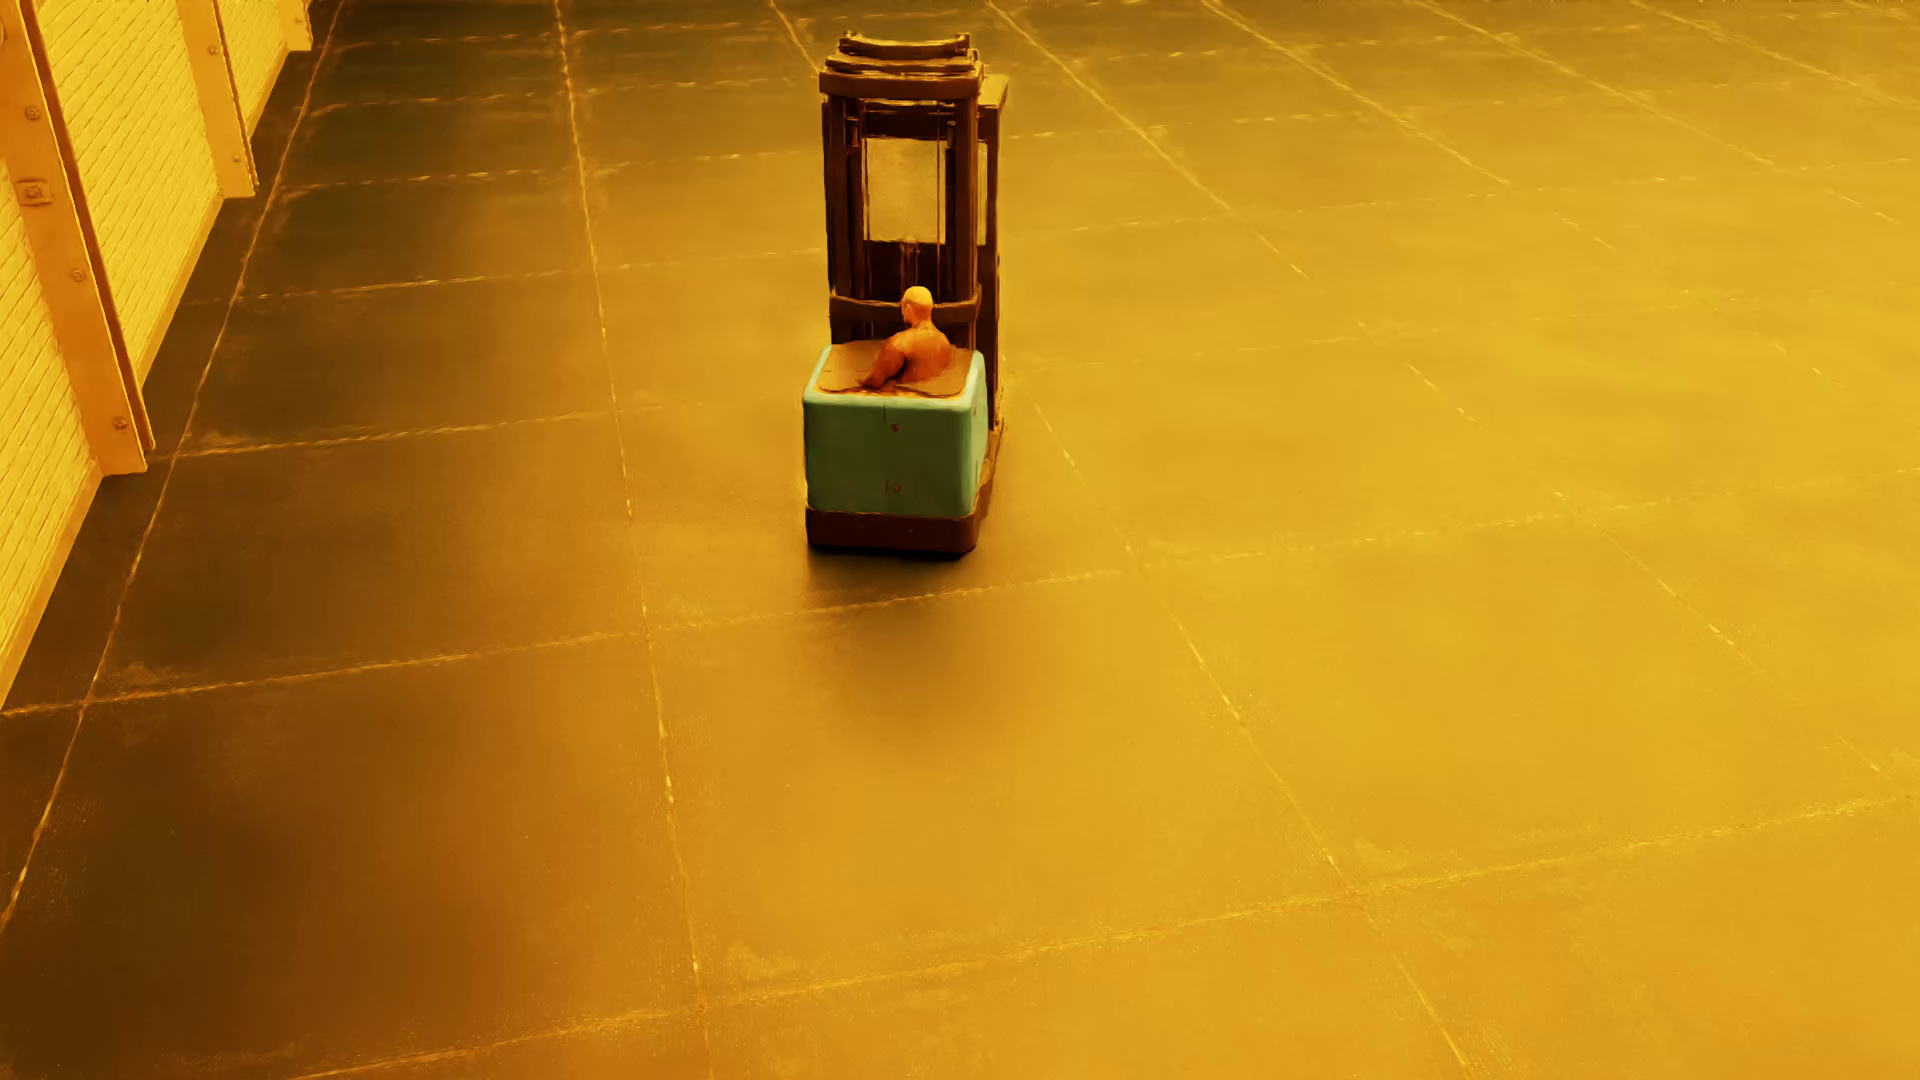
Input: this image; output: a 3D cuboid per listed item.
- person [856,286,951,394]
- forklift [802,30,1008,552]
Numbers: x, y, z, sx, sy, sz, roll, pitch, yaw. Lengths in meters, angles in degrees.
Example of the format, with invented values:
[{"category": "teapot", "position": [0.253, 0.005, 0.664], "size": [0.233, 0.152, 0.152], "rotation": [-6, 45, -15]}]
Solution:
[{"category": "person", "position": [-0.433, -0.942, 10.372], "size": [0.798, 1.414, 0.868], "rotation": [24, 38, 35]}, {"category": "forklift", "position": [-0.277, -1.907, 10.869], "size": [1.130, 2.935, 3.031], "rotation": [3, 30, 6]}]
